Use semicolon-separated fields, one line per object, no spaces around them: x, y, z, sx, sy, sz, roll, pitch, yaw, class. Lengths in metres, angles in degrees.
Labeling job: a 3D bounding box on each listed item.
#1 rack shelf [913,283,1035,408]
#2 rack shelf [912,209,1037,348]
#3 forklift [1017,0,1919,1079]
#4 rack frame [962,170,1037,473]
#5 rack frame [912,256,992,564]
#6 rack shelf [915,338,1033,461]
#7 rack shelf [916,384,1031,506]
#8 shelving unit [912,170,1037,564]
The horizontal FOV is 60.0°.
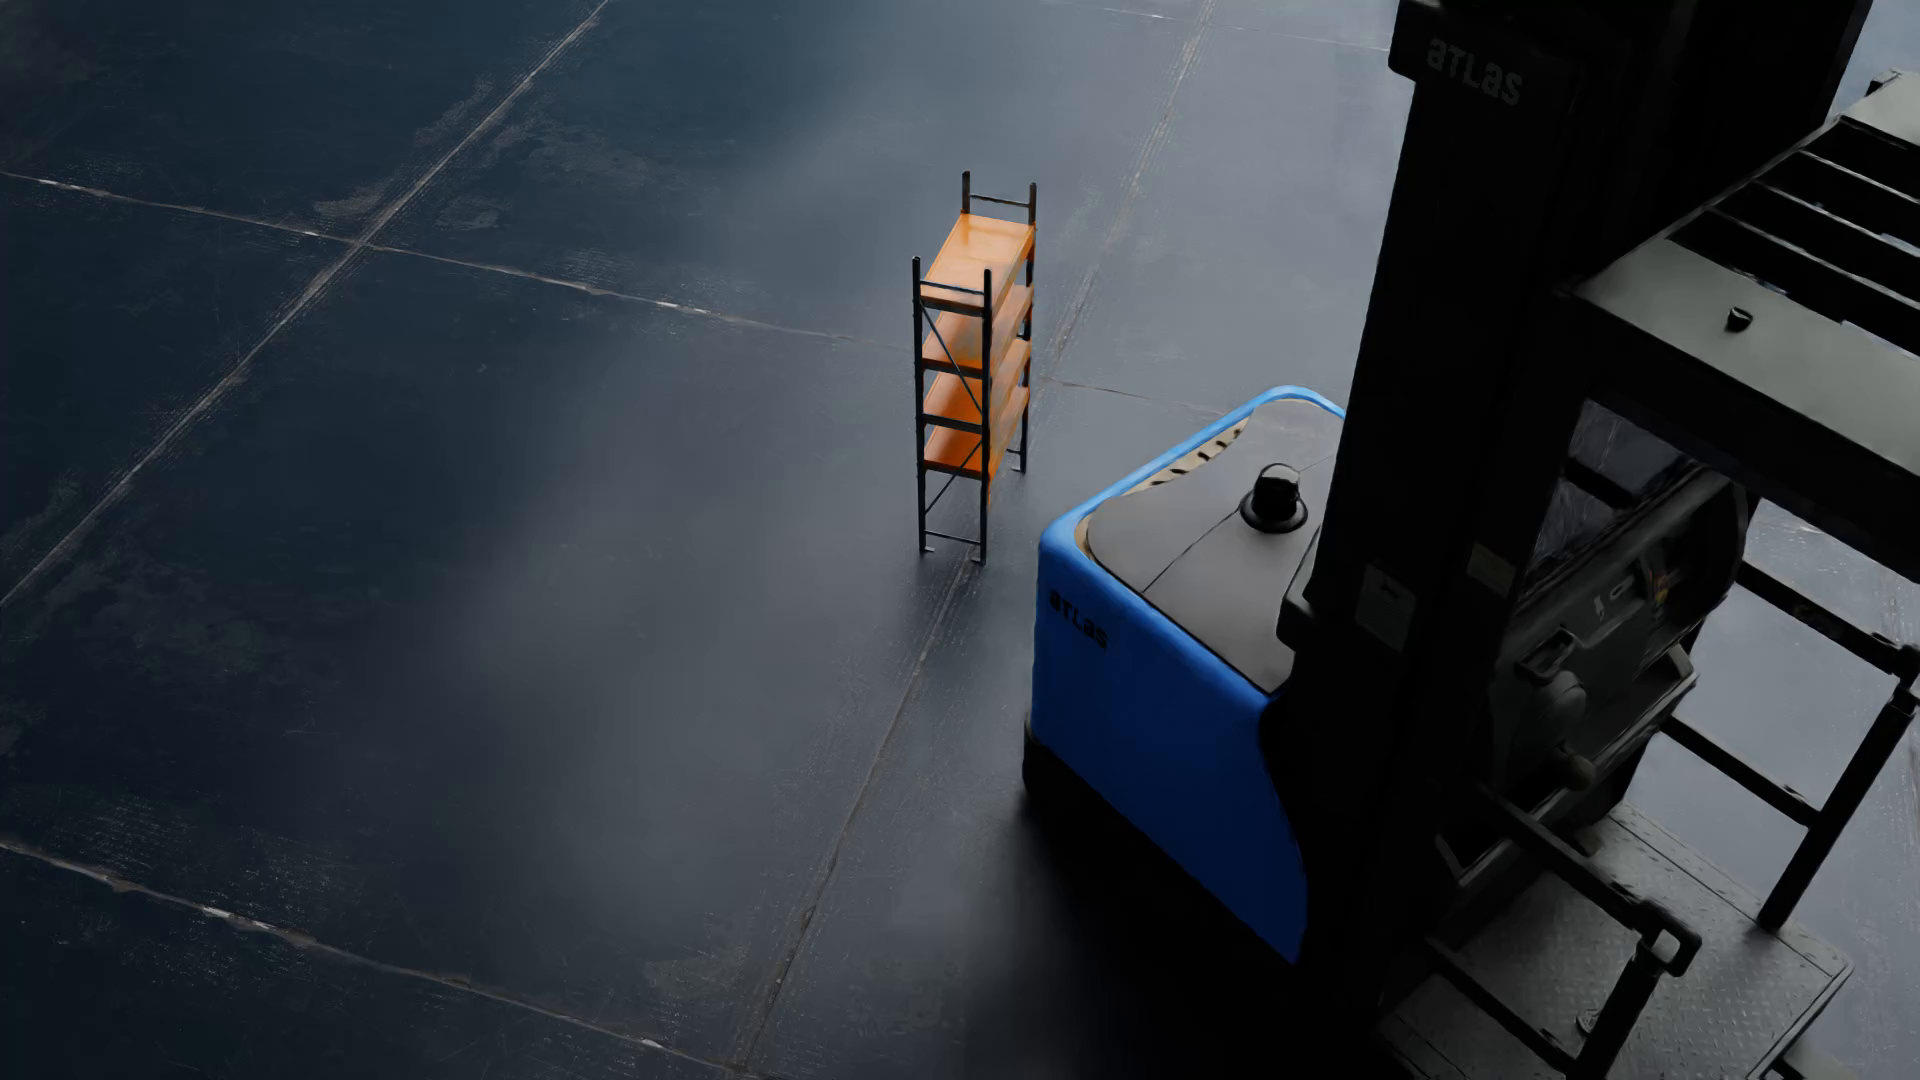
0.050;-0.651;5.334;0.258;0.148;0.480;13;46;13;rack shelf
0.050;-0.820;5.168;0.258;0.148;0.480;13;46;13;rack shelf
1.509;0.248;3.401;1.130;2.935;3.031;-31;52;-28;forklift
0.124;-0.702;5.609;0.240;1.200;0.015;13;46;13;rack frame
-0.024;-0.377;5.277;0.240;1.200;0.015;13;46;13;rack frame
0.050;-0.491;5.490;0.258;0.148;0.480;13;46;13;rack shelf
0.050;-0.349;5.629;0.258;0.148;0.480;13;46;13;rack shelf
0.050;-0.539;5.443;0.258;1.200;0.503;13;46;13;shelving unit
